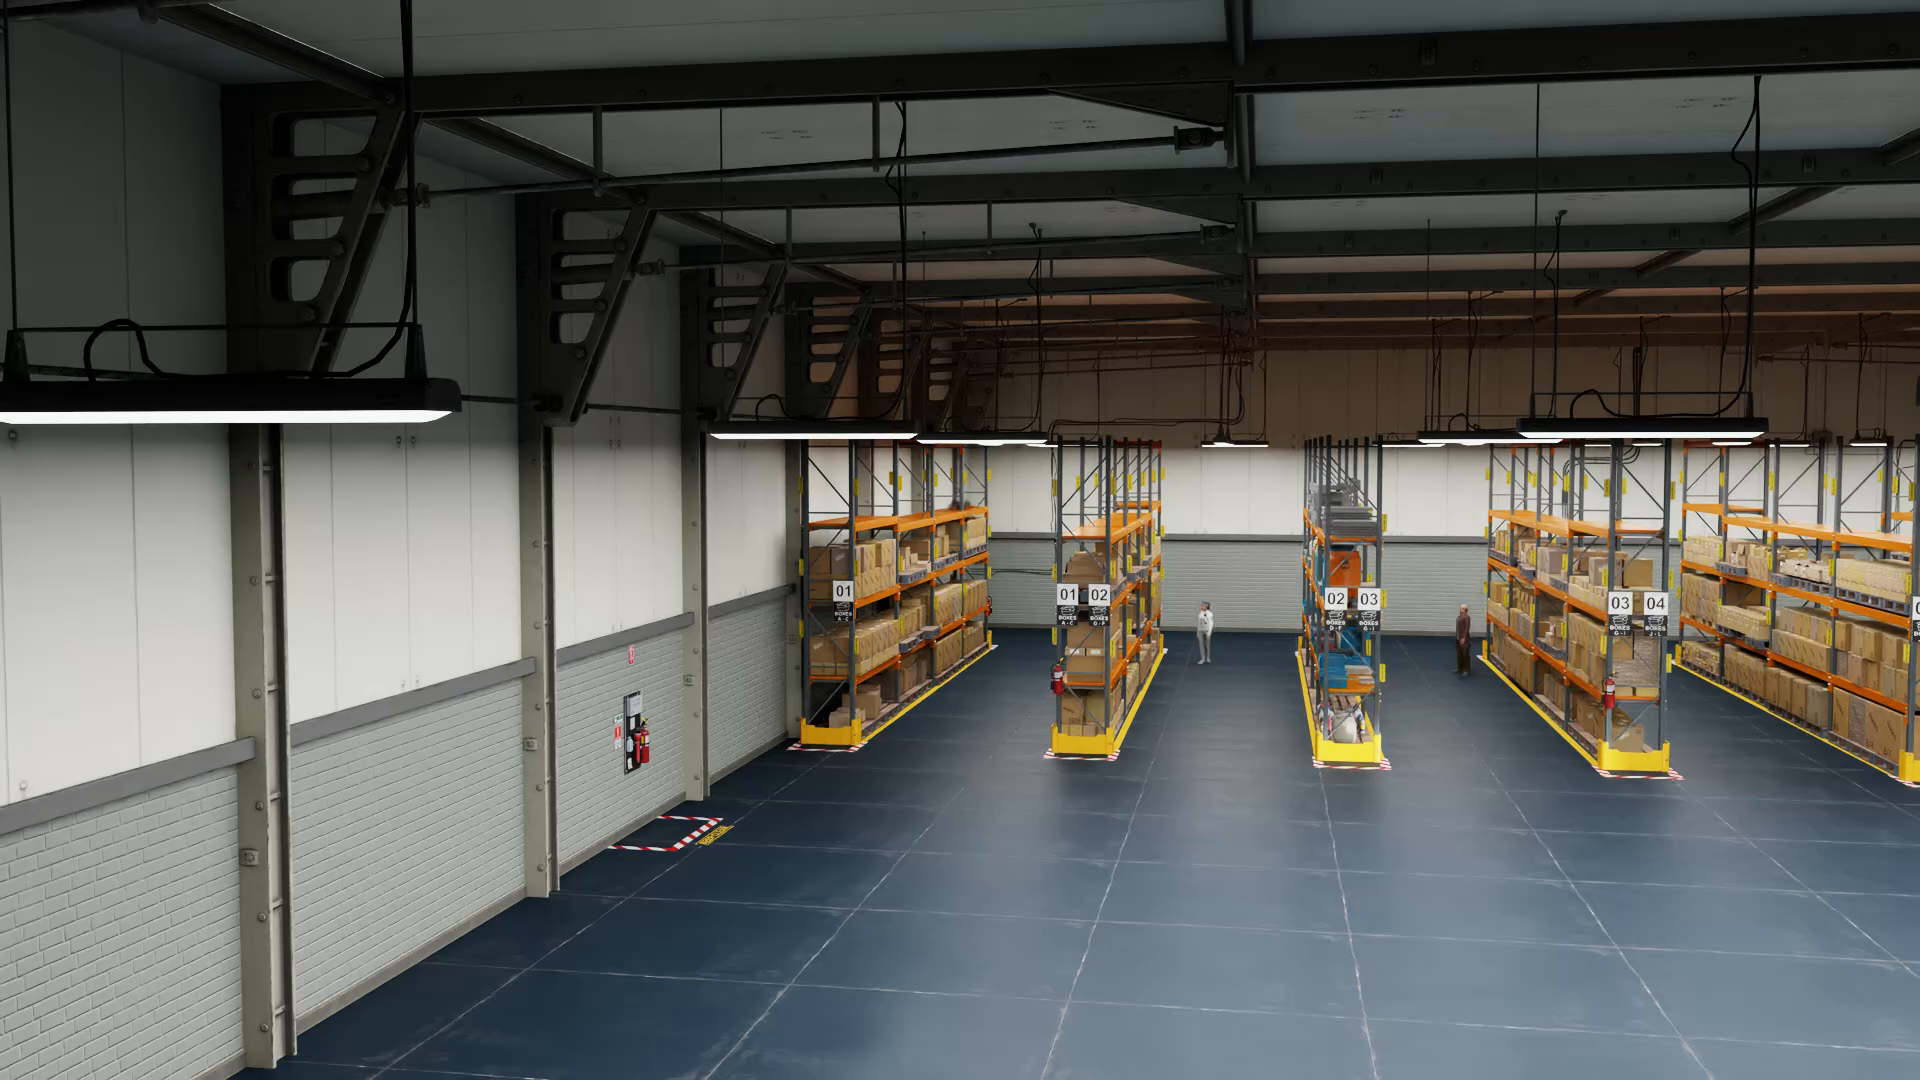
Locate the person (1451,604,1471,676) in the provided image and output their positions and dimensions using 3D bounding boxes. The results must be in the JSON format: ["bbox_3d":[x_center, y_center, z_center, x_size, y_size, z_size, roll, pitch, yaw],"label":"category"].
[{"bbox_3d":[12.840,2.555,42.520,0.416,1.823,0.592,-1,3,-20],"label":"person"}]

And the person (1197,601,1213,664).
[{"bbox_3d":[6.566,2.477,44.644,0.554,1.710,0.476,2,4,33],"label":"person"}]
